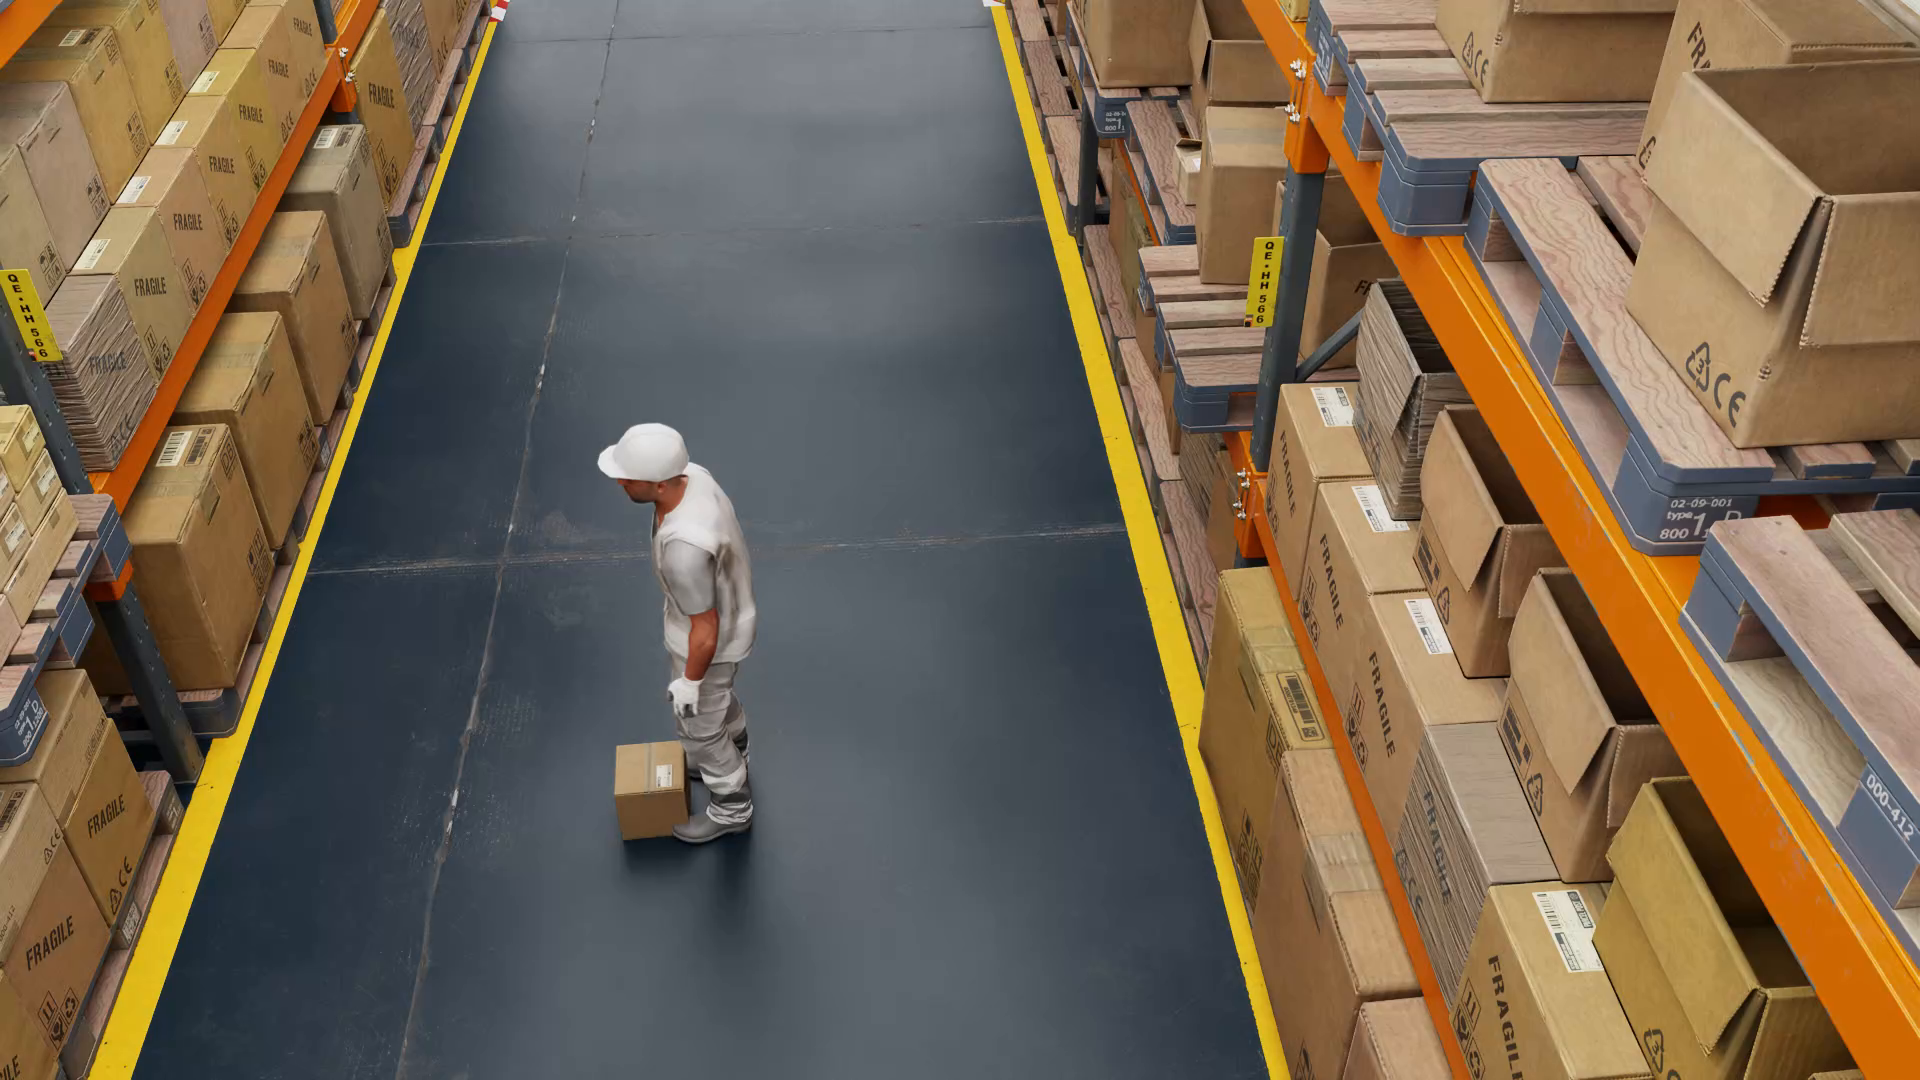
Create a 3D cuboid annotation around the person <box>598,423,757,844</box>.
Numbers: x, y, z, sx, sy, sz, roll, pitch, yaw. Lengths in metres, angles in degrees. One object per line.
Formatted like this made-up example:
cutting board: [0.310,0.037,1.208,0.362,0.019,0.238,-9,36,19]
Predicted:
person: [-0.918,0.325,5.736,0.446,1.781,0.623,-5,39,-6]
